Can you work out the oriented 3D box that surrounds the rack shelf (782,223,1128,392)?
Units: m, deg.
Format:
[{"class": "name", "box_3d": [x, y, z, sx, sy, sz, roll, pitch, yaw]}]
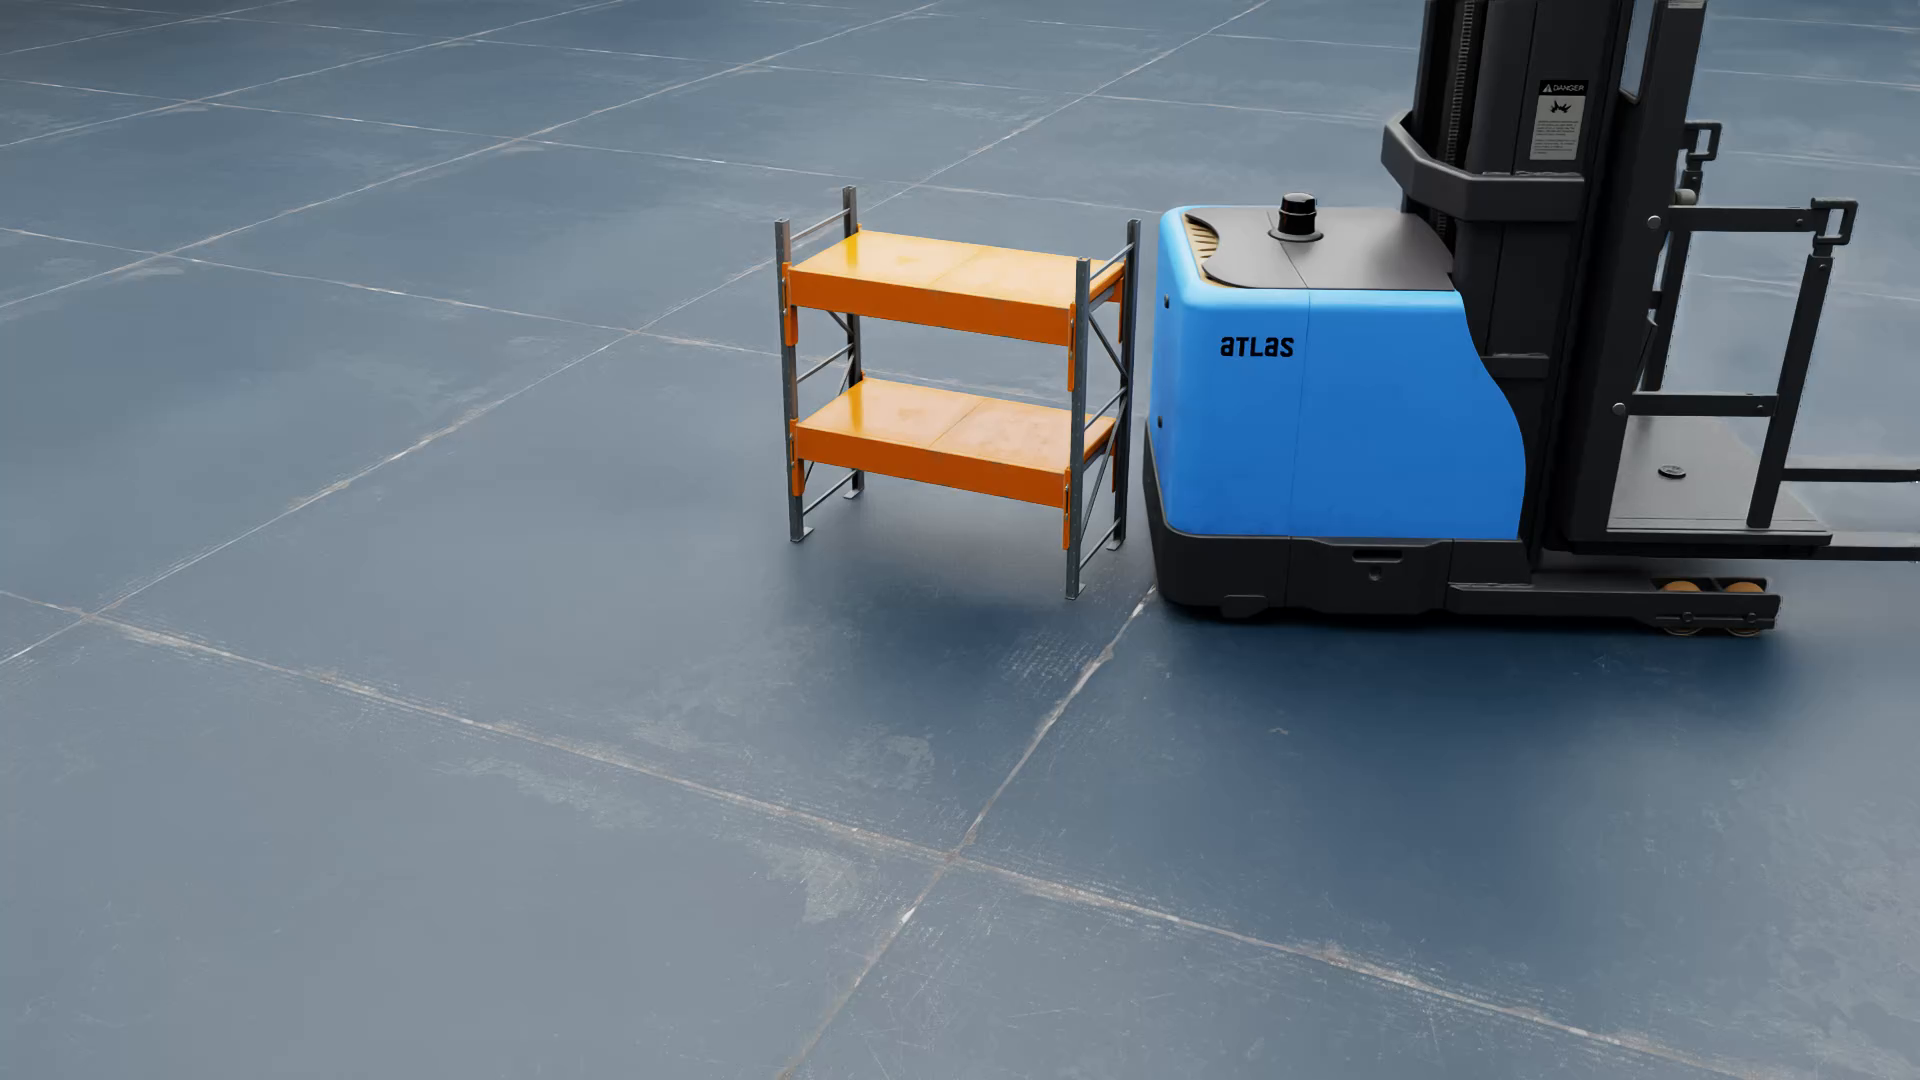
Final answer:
[{"class": "rack shelf", "box_3d": [-0.006, -0.768, 5.375, 1.000, 0.278, 0.538, 11, 28, 22]}]

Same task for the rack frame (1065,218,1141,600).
[{"class": "rack frame", "box_3d": [0.457, -0.413, 5.315, 0.032, 1.125, 0.500, 11, 28, 22]}]

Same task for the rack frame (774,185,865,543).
[{"class": "rack frame", "box_3d": [-0.469, -0.599, 5.693, 0.032, 1.125, 0.500, 11, 28, 22]}]

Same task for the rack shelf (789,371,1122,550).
[{"class": "rack shelf", "box_3d": [-0.006, -0.287, 5.612, 1.000, 0.278, 0.538, 11, 28, 22]}]

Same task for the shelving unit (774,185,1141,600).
[{"class": "shelving unit", "box_3d": [-0.006, -0.506, 5.504, 1.048, 1.125, 0.538, 11, 28, 22]}]

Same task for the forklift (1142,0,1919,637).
[{"class": "forklift", "box_3d": [2.160, -1.255, 4.982, 3.031, 2.935, 1.130, 1, 26, 2]}]
